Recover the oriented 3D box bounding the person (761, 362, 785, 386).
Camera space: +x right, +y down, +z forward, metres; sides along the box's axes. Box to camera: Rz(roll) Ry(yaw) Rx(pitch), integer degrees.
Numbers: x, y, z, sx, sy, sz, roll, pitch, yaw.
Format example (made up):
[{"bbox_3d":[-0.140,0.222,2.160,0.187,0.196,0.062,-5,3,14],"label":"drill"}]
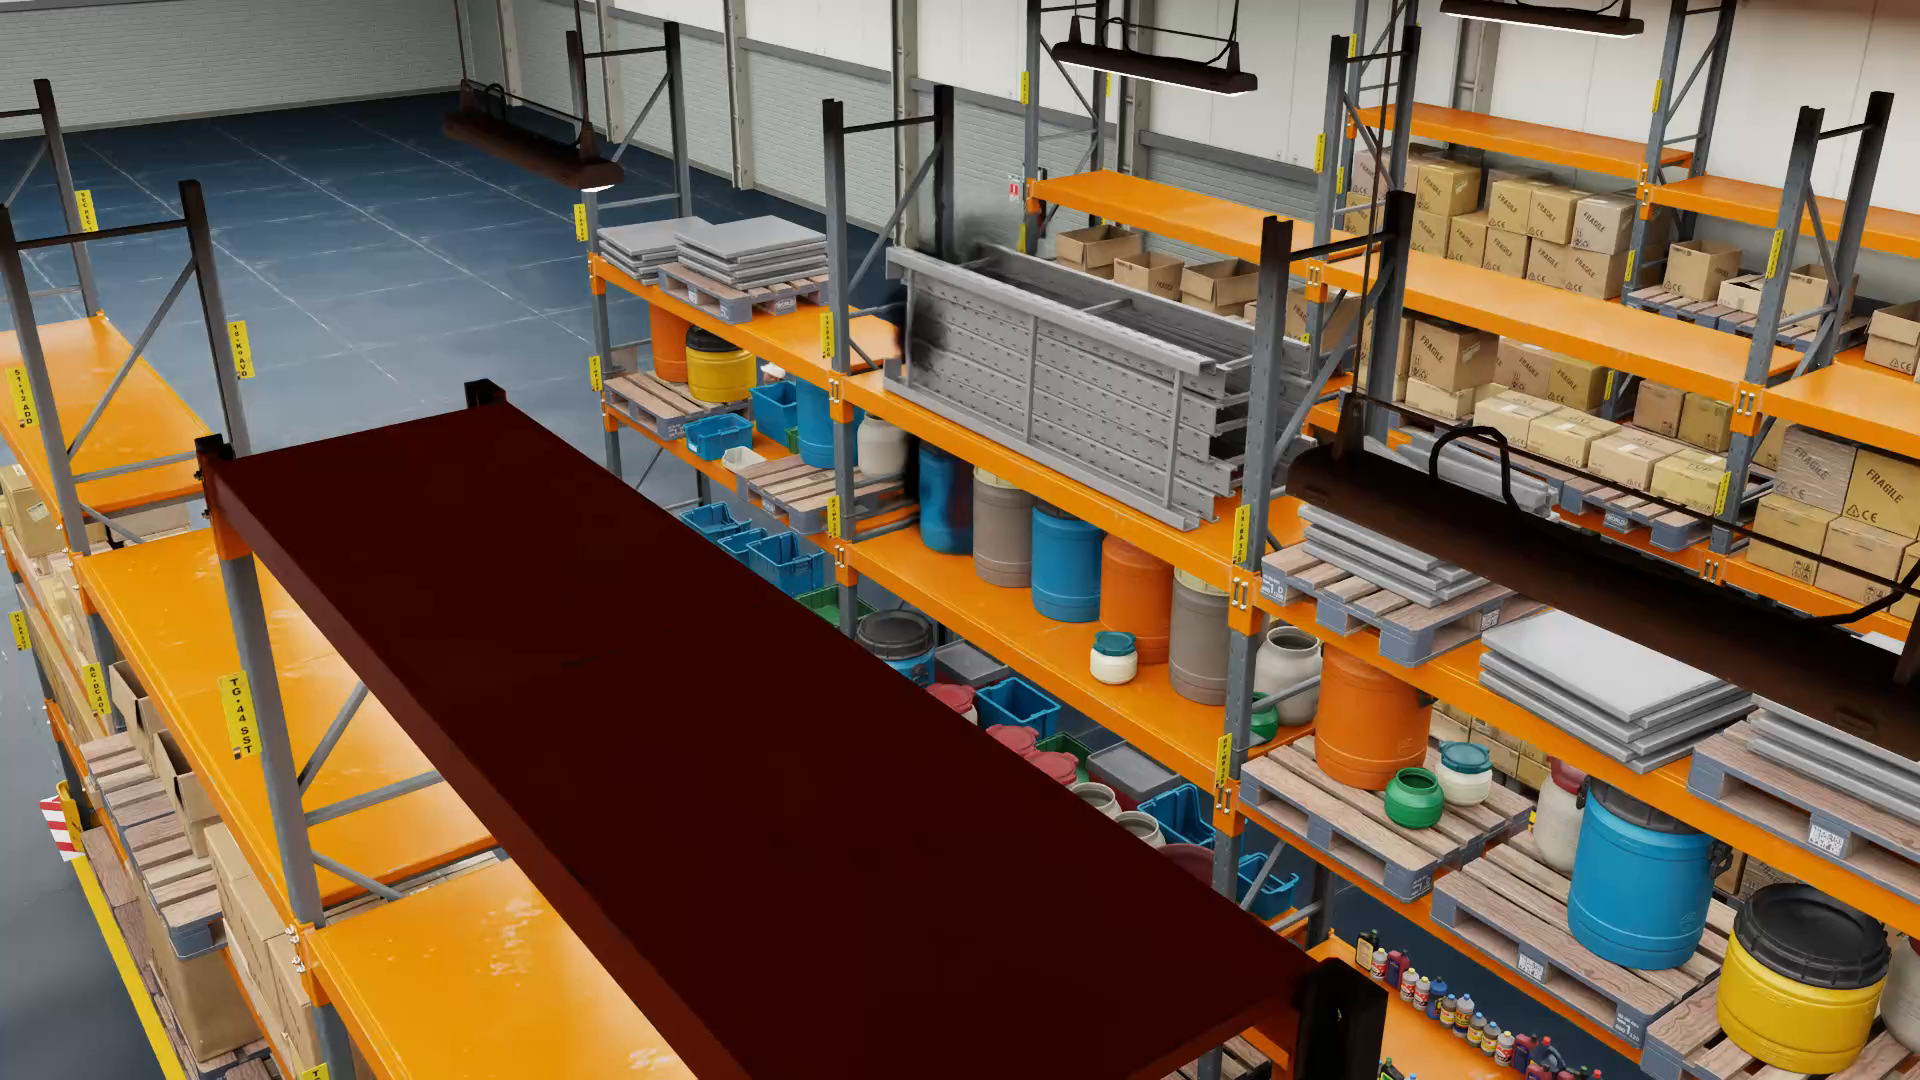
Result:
[{"bbox_3d":[-2.235,-1.277,19.689,0.522,1.732,0.671,-2,25,-5],"label":"person"}]
